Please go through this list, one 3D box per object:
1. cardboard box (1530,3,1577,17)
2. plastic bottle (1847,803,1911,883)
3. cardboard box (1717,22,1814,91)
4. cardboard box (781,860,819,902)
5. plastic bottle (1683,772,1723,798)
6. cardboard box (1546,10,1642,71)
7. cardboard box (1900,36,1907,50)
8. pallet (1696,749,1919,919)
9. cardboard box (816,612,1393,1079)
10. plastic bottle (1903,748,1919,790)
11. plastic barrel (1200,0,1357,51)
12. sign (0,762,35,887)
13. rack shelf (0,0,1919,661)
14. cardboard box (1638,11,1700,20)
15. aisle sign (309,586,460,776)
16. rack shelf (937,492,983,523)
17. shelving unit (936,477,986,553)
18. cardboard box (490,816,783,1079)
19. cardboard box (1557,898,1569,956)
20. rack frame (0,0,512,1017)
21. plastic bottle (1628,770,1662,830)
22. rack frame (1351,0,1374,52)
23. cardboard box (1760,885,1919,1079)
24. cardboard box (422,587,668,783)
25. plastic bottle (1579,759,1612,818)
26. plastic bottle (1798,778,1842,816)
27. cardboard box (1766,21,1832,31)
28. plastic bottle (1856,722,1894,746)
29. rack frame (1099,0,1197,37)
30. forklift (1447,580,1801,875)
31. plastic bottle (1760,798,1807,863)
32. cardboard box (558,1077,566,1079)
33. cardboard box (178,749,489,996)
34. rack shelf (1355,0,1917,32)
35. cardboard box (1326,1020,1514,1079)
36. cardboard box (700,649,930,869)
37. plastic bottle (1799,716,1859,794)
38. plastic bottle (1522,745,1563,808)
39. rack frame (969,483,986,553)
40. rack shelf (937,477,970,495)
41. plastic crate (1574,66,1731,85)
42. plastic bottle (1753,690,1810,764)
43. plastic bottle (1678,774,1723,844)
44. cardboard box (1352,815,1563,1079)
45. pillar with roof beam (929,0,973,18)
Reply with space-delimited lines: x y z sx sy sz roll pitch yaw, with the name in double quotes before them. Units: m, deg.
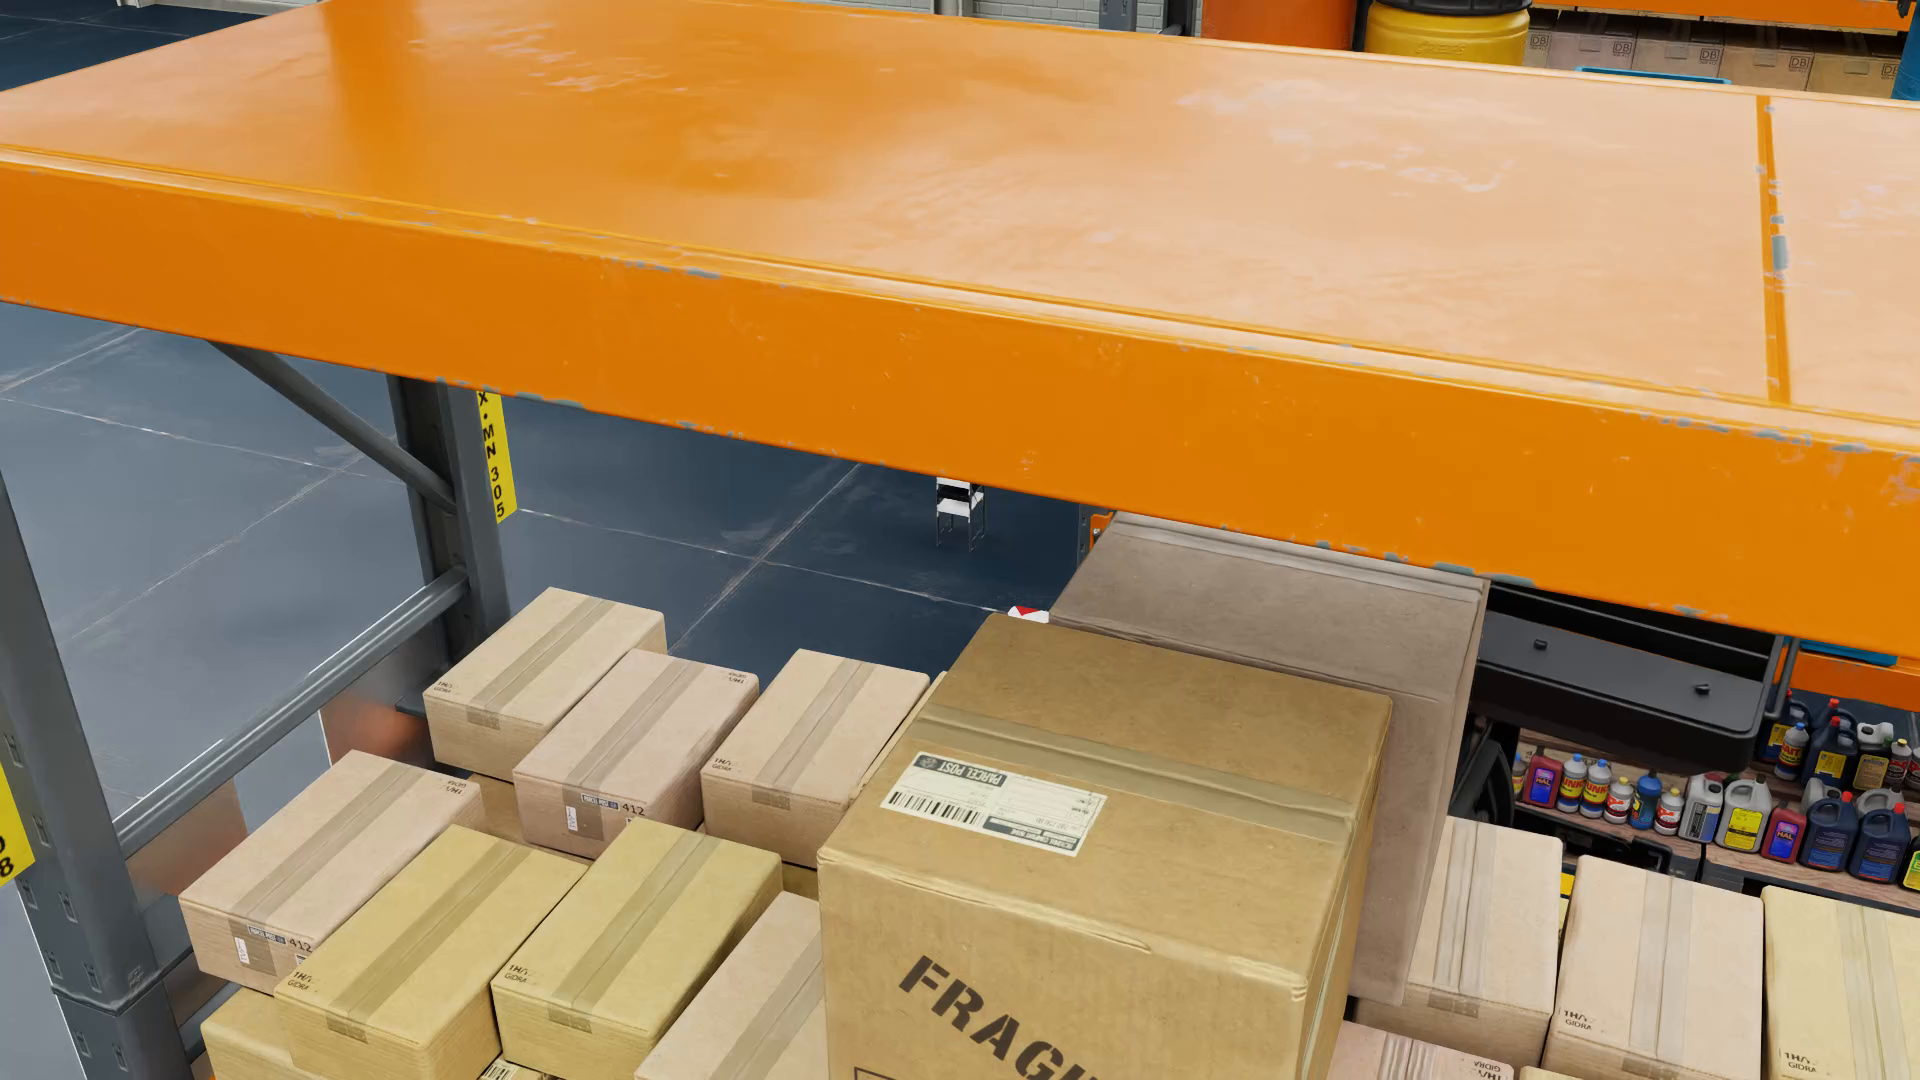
"cardboard box" 5.273 -4.962 14.851 0.500 0.500 0.500 11 31 19
"plastic bottle" 3.766 1.218 6.792 0.185 0.351 0.144 10 31 18
"cardboard box" 4.991 -2.888 10.390 0.500 0.500 0.700 11 31 19
"cardboard box" -0.091 0.586 2.769 0.500 0.250 0.500 11 31 19
"plastic bottle" 3.180 1.071 7.120 0.133 0.283 0.061 11 31 19
"cardboard box" 4.064 -3.073 10.718 0.500 0.500 0.700 11 31 19
"cardboard box" 5.924 -2.702 10.061 0.500 0.500 0.700 11 31 19
"pallet" 3.865 1.314 7.210 1.213 0.211 1.003 11 31 19
"cardboard box" 0.177 0.463 1.922 0.500 0.500 0.500 11 31 19
"plastic bottle" 4.247 0.993 7.342 0.097 0.201 0.097 0 29 0
"plastic barrel" 1.263 -2.140 6.576 0.708 0.830 0.600 11 31 19
"sign" -1.301 0.323 2.193 0.005 0.325 0.100 11 31 19
"rack shelf" 0.756 -0.165 1.631 4.000 0.370 1.077 11 31 19
"cardboard box" 6.233 -4.774 14.517 0.500 0.500 0.500 12 32 21
"aisle sign" -1.042 0.482 3.207 0.004 0.787 0.394 11 31 19
"rack shelf" 0.008 -0.205 9.631 0.200 0.077 0.258 11 31 19
"shelving unit" 0.008 -0.390 9.526 0.210 0.900 0.258 11 31 19
"cardboard box" -0.445 0.587 2.362 0.250 0.149 0.380 11 31 18
"cardboard box" 0.848 0.775 2.434 0.500 0.250 0.500 11 31 18
"rack frame" -1.097 -0.850 2.108 0.127 3.000 1.000 11 31 19
"plastic bottle" 2.926 1.097 7.087 0.097 0.271 0.097 0 29 0
"rack frame" 2.631 -2.754 11.574 0.127 3.000 1.000 11 31 19
"cardboard box" 1.201 0.663 2.227 0.250 0.149 0.380 11 31 18
"cardboard box" -0.723 0.257 2.946 0.250 0.149 0.380 11 31 19
"plastic bottle" 2.738 1.059 7.153 0.097 0.271 0.097 0 29 0
"plastic bottle" 3.621 1.142 7.001 0.135 0.276 0.152 11 31 19
"cardboard box" 7.177 -4.580 14.174 0.500 0.500 0.500 11 31 19
"plastic bottle" 4.031 0.932 7.374 0.135 0.276 0.152 12 32 21
"rack frame" 0.765 -3.108 6.104 0.127 3.000 1.000 11 31 19
"forklift" 1.722 1.016 4.974 3.031 2.935 1.130 16 33 26
"plastic bottle" 3.422 1.200 6.891 0.133 0.283 0.061 13 32 22
"cardboard box" -0.268 0.821 2.353 0.500 0.250 0.500 11 31 18
"cardboard box" -0.929 0.504 2.508 0.250 0.149 0.380 11 31 19
"rack shelf" 4.484 -3.377 10.359 4.000 0.370 1.077 11 31 19
"cardboard box" 0.512 0.785 2.011 0.250 0.149 0.380 11 31 19
"cardboard box" -0.231 0.359 2.765 0.250 0.149 0.380 10 31 17
"plastic bottle" 3.825 0.933 7.297 0.185 0.351 0.144 11 31 19
"plastic bottle" 2.531 1.022 7.206 0.133 0.283 0.061 12 32 20
"rack frame" 0.102 -0.371 9.493 0.006 0.900 0.240 11 31 19
"rack shelf" 0.008 -0.361 9.542 0.200 0.077 0.258 11 31 19
"plastic crate" 2.645 -1.580 6.464 0.575 0.384 0.392 11 31 19
"plastic bottle" 3.705 0.832 7.475 0.185 0.351 0.144 10 31 17
"plastic bottle" 3.140 1.123 7.036 0.135 0.276 0.152 12 32 20
"cardboard box" 0.717 0.573 2.387 0.250 0.149 0.380 10 31 17
"pillar with roof beam" -1.715 -7.037 13.055 0.400 9.000 9.100 11 31 19
